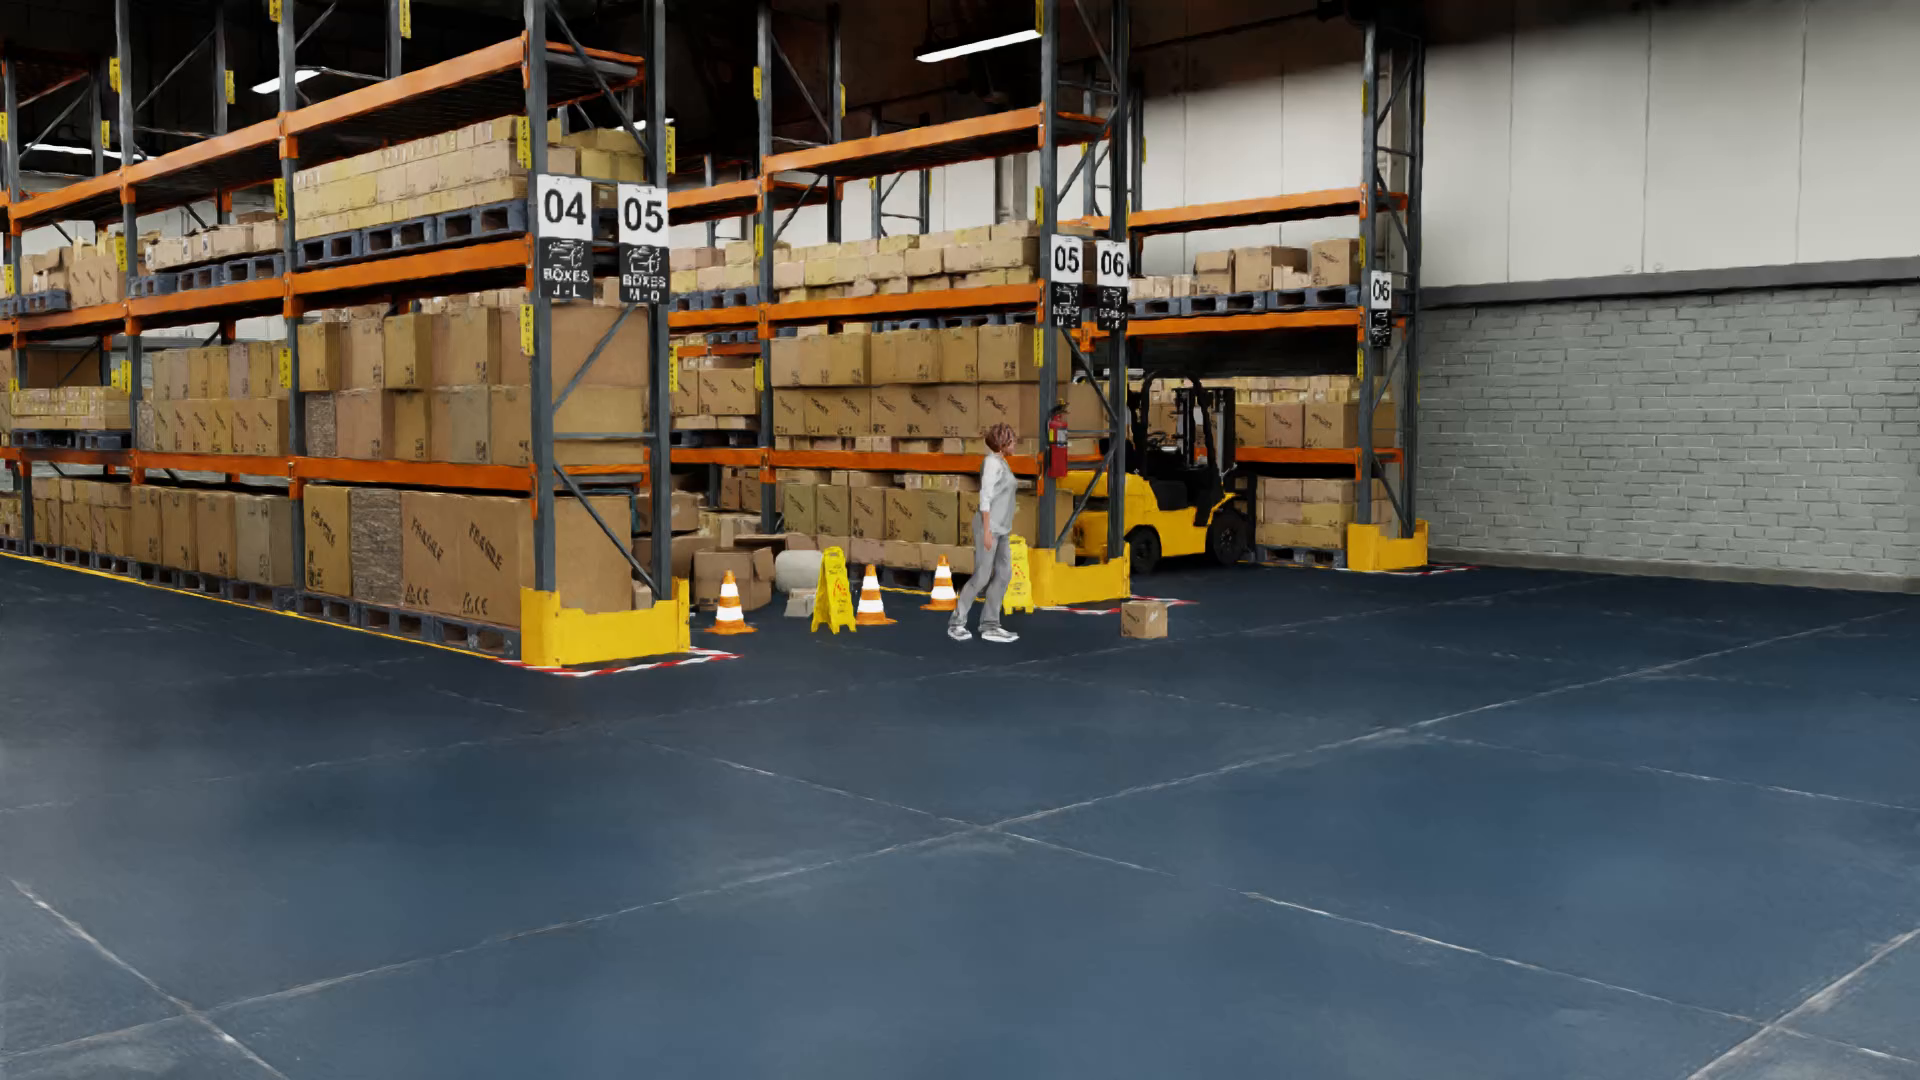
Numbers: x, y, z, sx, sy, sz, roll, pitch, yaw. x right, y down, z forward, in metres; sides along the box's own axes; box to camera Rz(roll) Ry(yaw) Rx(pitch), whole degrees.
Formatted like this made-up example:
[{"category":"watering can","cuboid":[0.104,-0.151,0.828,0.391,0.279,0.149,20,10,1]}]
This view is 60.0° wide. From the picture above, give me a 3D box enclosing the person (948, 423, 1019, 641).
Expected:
[{"category":"person","cuboid":[0.171,-0.056,12.077,0.499,1.586,0.467,1,4,14]}]
